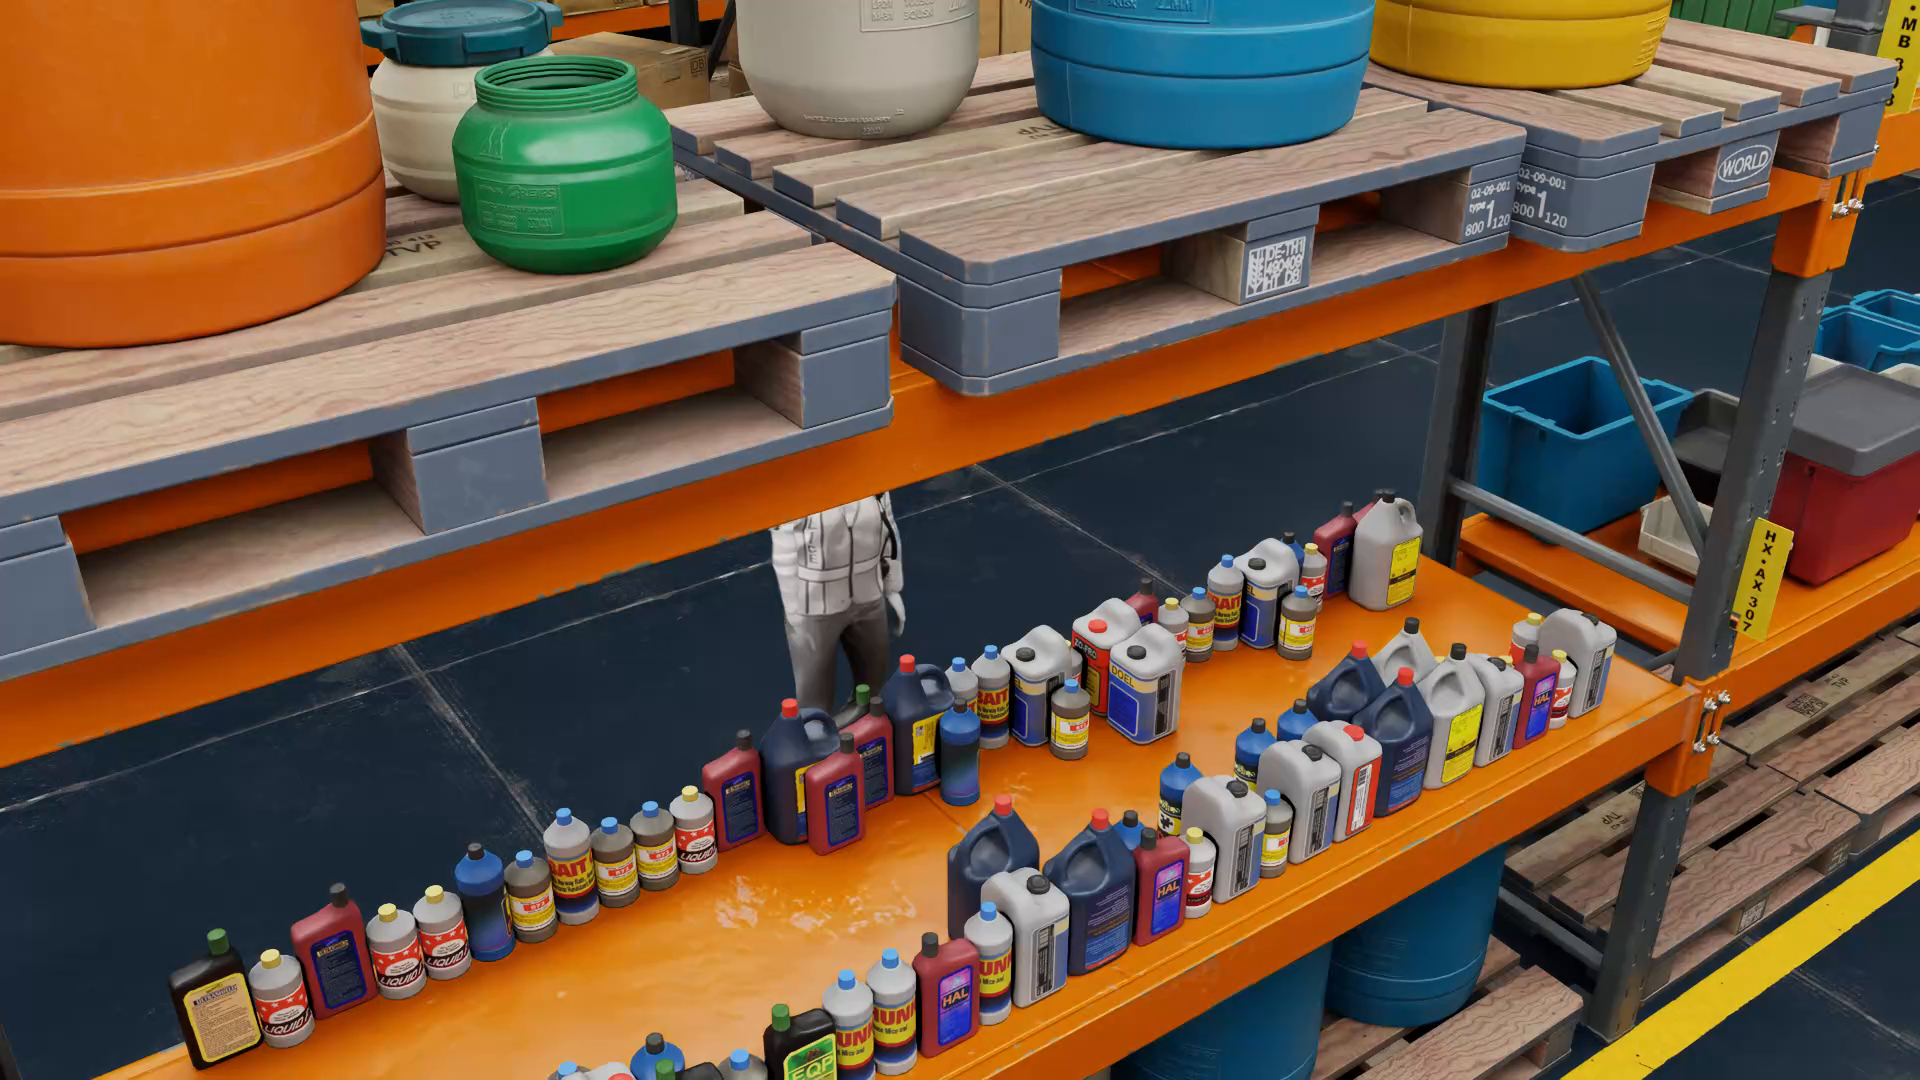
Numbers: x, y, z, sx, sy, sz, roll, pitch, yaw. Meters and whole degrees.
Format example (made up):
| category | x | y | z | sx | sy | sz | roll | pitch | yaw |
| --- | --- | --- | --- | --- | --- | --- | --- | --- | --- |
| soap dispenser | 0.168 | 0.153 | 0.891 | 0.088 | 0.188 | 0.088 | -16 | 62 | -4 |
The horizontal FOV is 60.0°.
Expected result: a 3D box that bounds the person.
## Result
| category | x | y | z | sx | sy | sz | roll | pitch | yaw |
| --- | --- | --- | --- | --- | --- | --- | --- | --- | --- |
| person | -0.409 | 0.224 | 5.727 | 0.475 | 1.660 | 0.327 | -18 | 34 | -30 |
